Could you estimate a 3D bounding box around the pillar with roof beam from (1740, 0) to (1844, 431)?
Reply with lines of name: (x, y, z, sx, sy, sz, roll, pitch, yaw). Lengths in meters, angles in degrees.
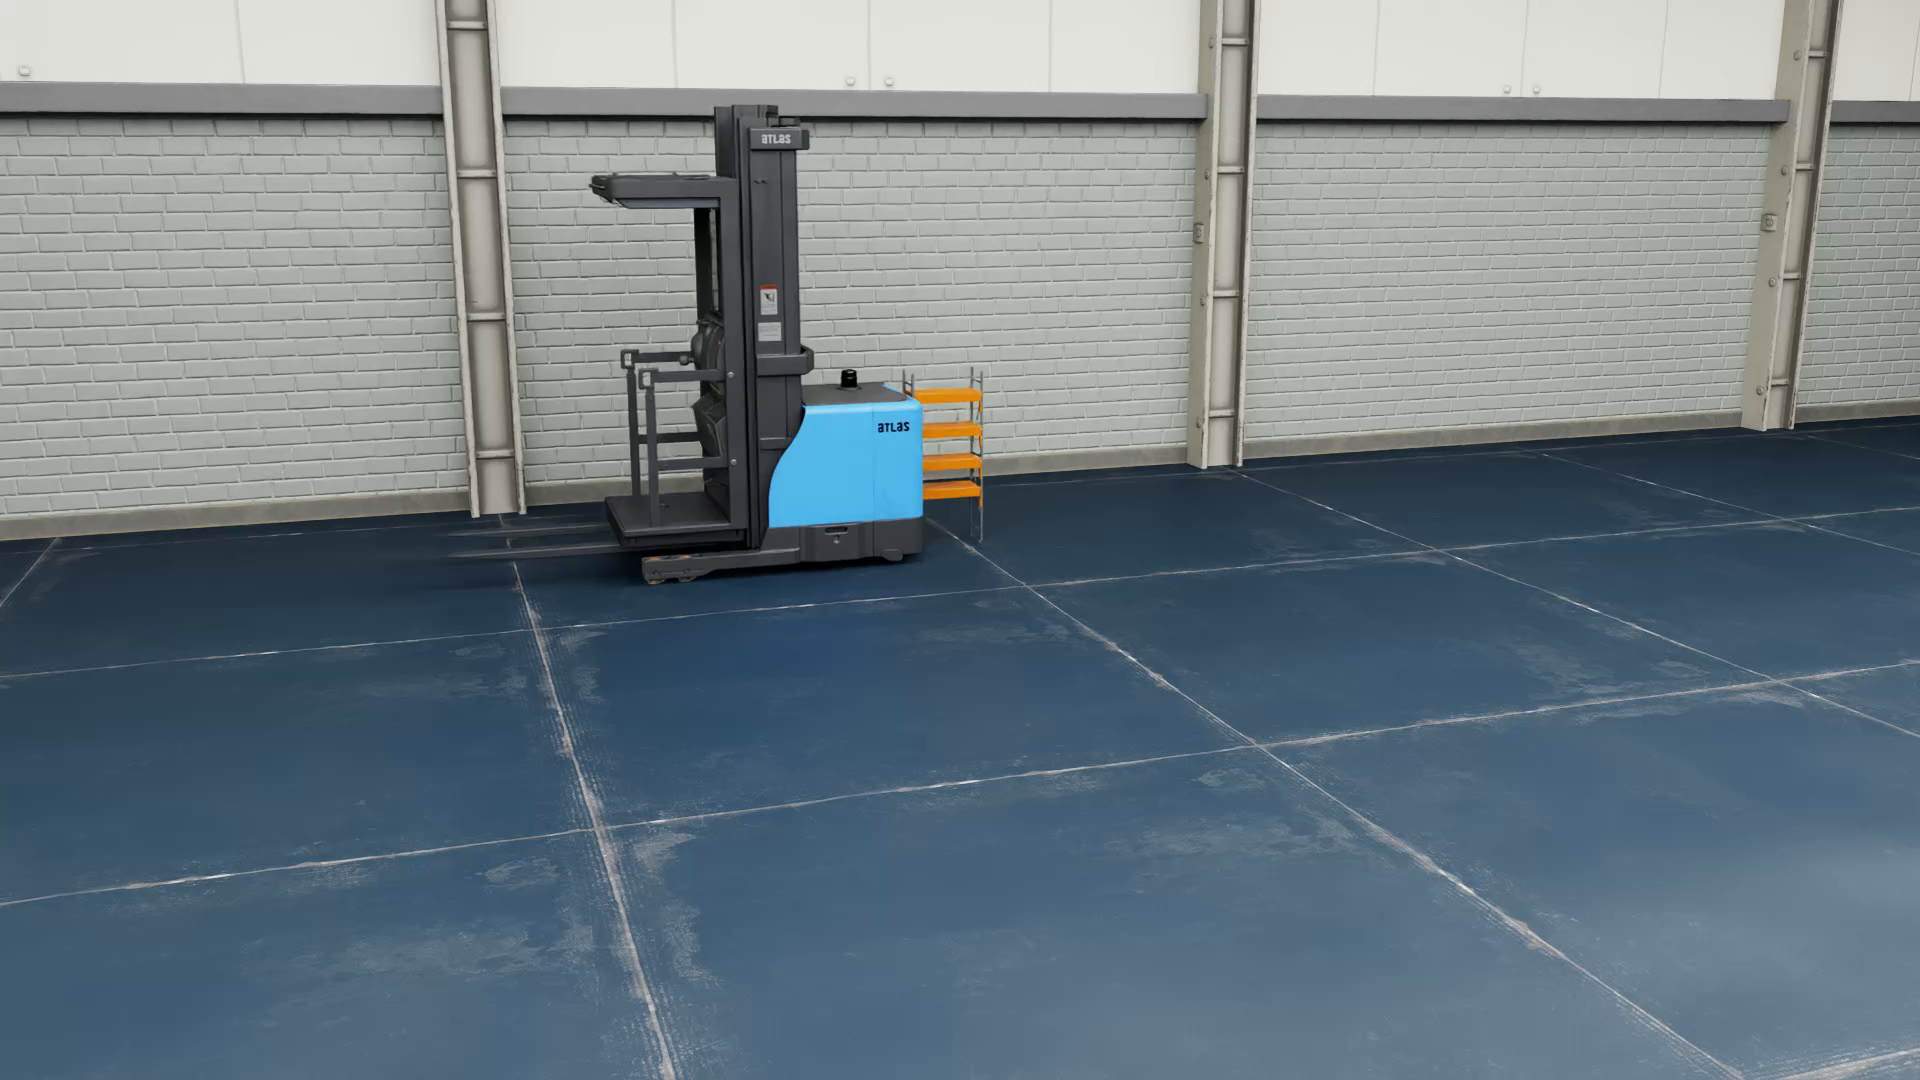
pillar with roof beam: (9.261, -4.535, 11.262, 0.400, 9.000, 9.100, -4, 14, -18)

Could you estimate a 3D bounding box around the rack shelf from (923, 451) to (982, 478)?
rack shelf: (-0.117, -0.508, 11.477, 0.480, 0.148, 0.258, -4, 14, -17)

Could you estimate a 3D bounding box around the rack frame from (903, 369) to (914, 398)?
rack frame: (-0.350, -0.557, 11.391, 0.015, 1.200, 0.240, -4, 14, -17)

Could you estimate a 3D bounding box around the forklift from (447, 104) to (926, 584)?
forklift: (-1.805, -1.284, 10.708, 3.031, 2.935, 1.130, -4, 14, -17)

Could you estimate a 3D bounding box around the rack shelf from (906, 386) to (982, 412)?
rack shelf: (-0.117, -0.956, 11.370, 0.480, 0.148, 0.258, -4, 14, -17)

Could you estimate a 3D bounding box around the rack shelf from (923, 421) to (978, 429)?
rack shelf: (-0.117, -0.778, 11.413, 0.457, 0.021, 0.221, -4, 14, -17)

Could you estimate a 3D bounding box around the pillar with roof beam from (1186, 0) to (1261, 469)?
pillar with roof beam: (3.574, -4.092, 9.400, 0.400, 9.000, 9.100, -4, 14, -18)

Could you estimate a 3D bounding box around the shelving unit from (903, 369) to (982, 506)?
shelving unit: (-0.123, -0.573, 11.460, 0.492, 1.200, 0.258, -4, 14, -17)

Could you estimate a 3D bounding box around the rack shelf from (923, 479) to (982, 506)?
rack shelf: (-0.117, -0.315, 11.523, 0.480, 0.148, 0.258, -4, 14, -17)
